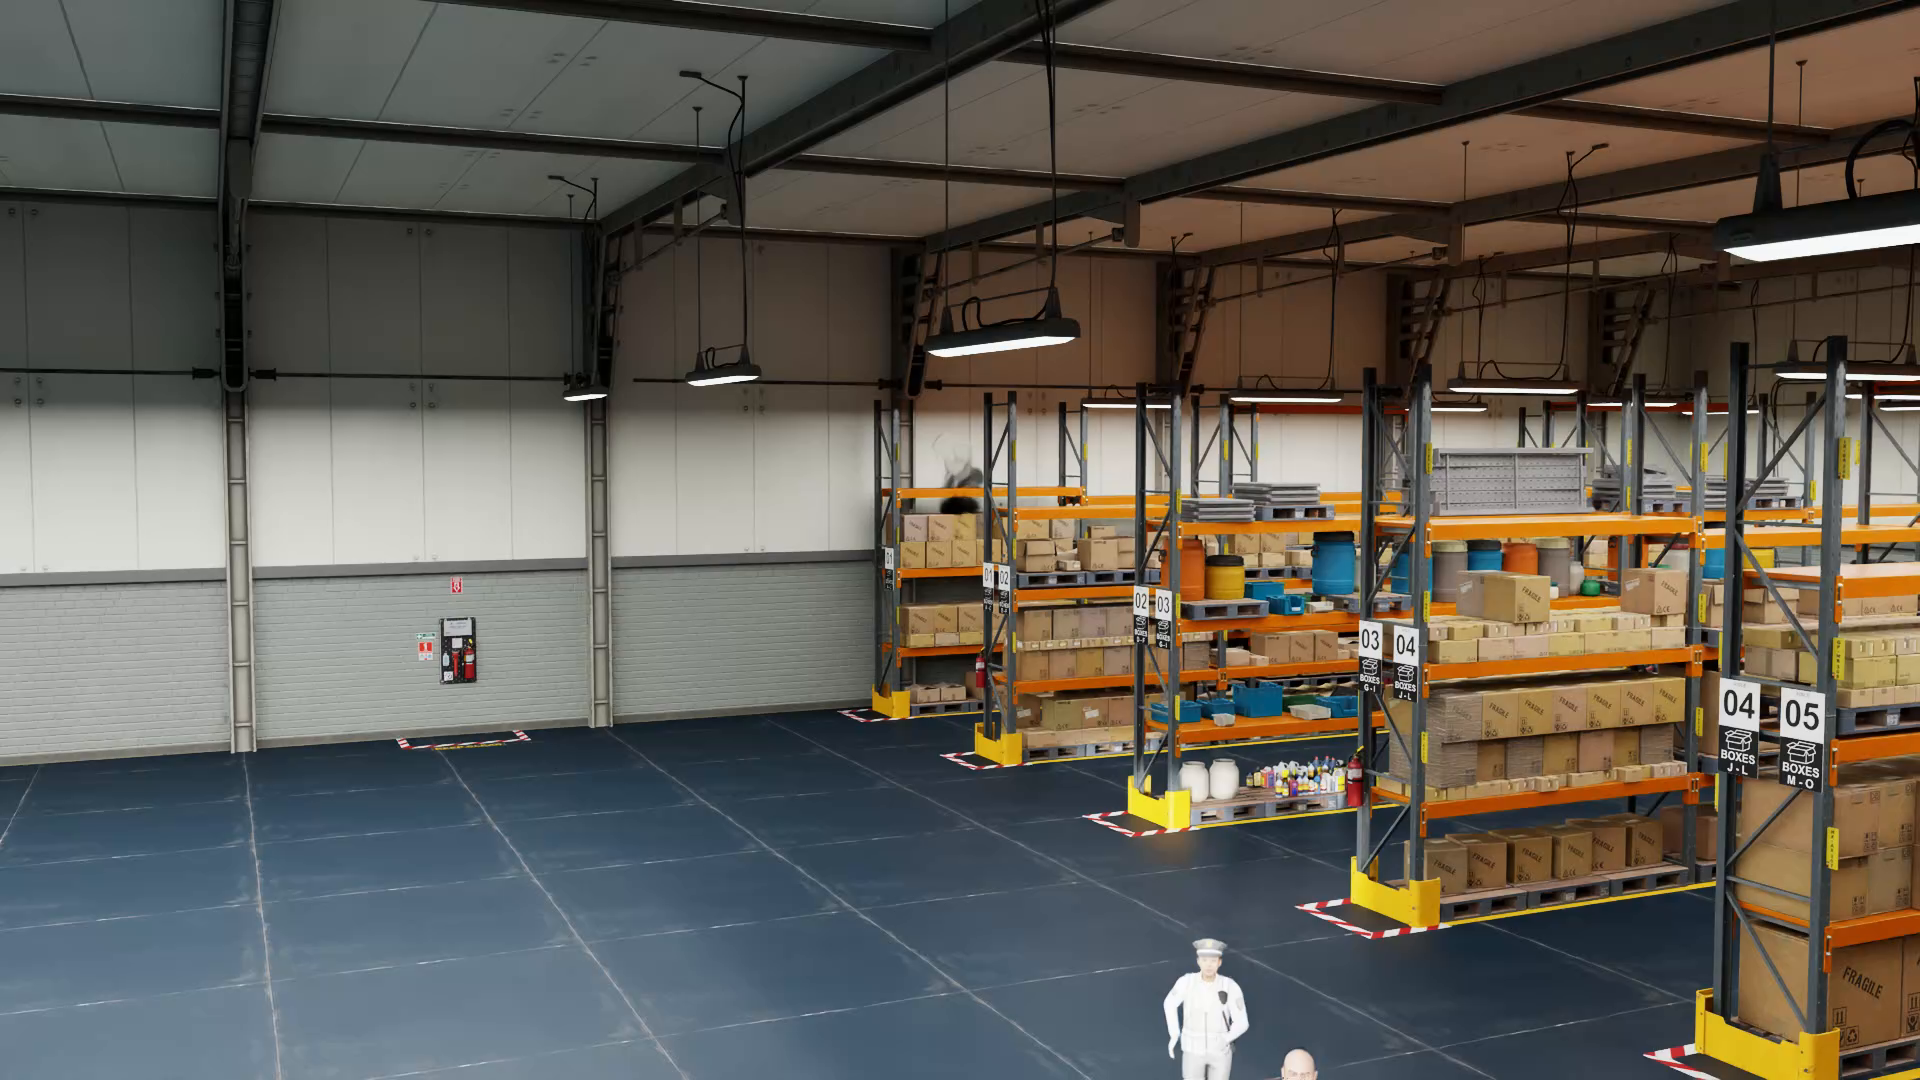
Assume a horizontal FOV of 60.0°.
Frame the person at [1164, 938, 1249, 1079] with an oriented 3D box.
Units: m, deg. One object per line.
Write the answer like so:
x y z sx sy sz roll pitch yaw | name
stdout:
1.742 3.644 11.786 0.600 1.644 0.550 0 3 8 | person

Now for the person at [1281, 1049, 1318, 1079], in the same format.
1.871 3.745 9.232 0.699 1.776 0.894 1 3 13 | person
